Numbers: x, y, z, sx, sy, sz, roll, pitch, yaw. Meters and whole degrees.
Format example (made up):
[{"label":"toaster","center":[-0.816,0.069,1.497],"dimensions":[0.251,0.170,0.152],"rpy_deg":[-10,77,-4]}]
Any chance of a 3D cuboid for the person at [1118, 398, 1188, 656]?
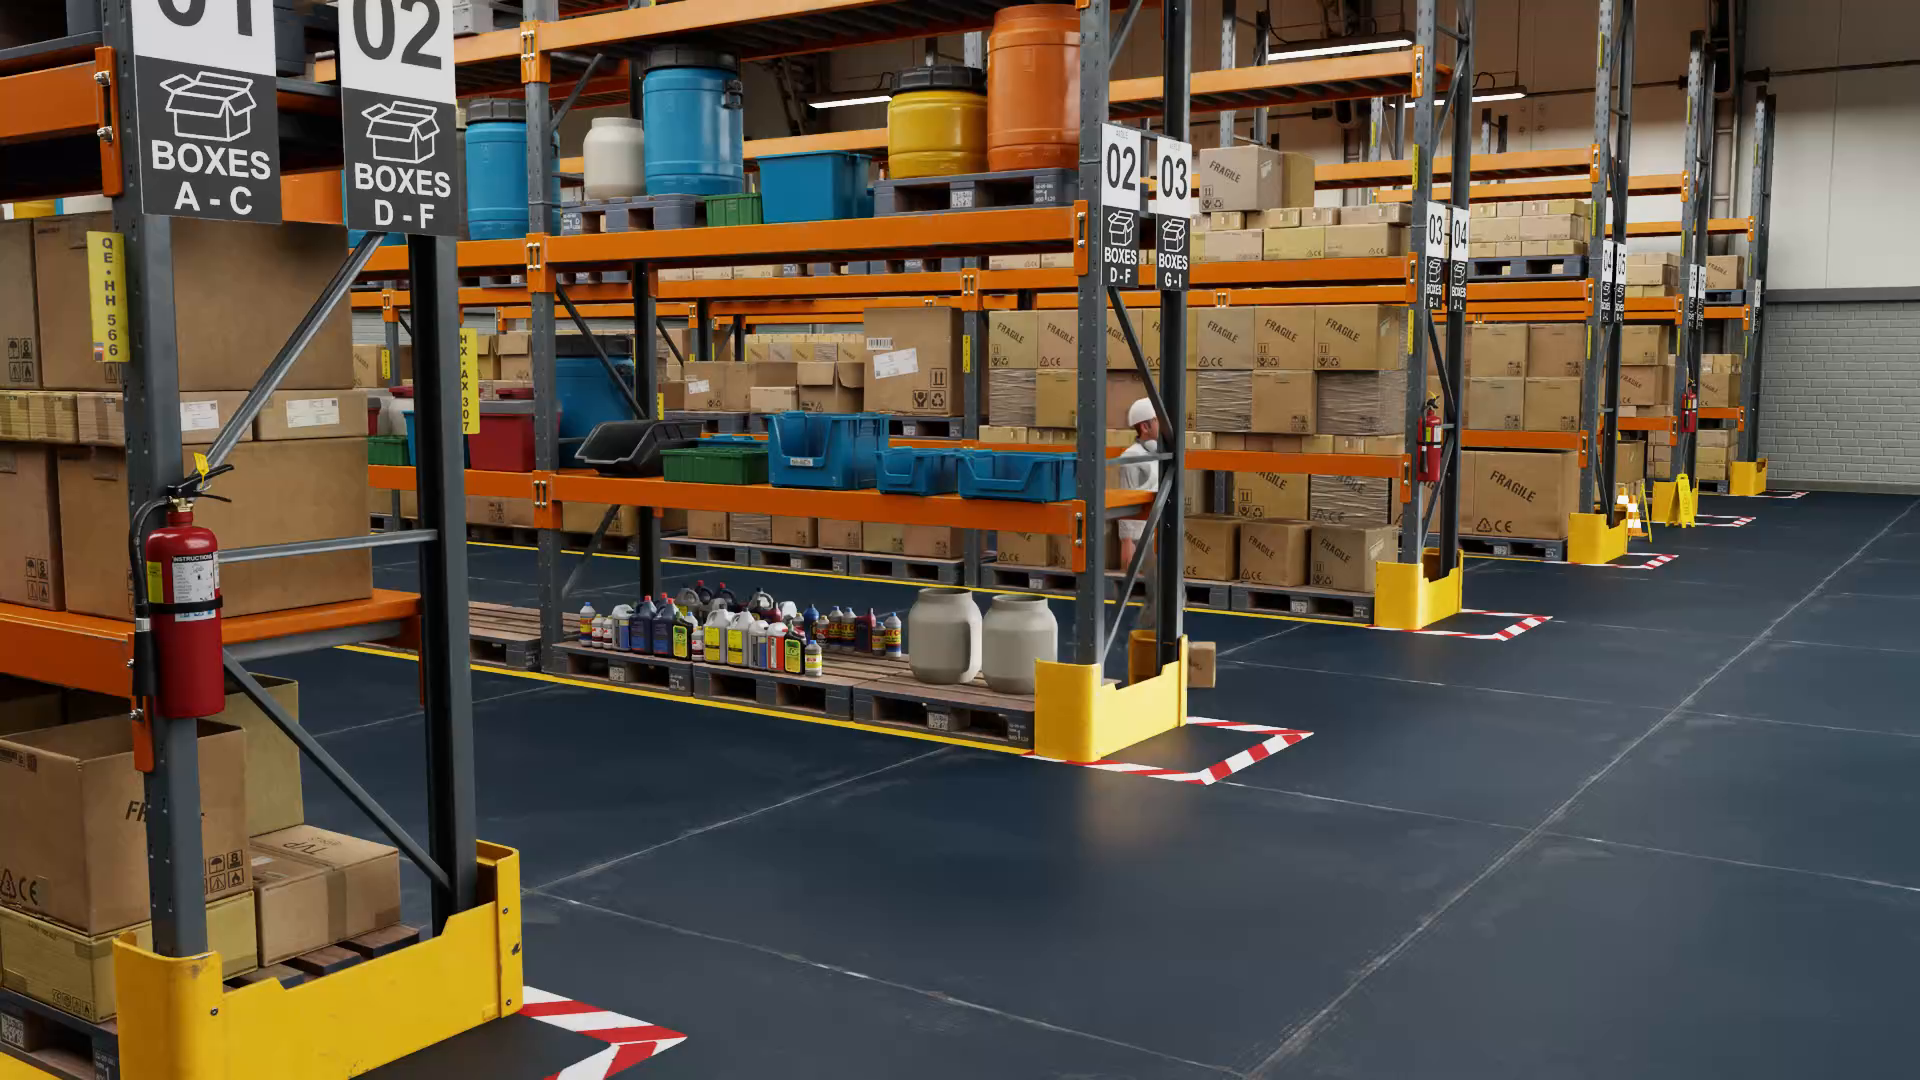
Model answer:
[{"label":"person","center":[1.260,0.007,10.411],"dimensions":[0.476,1.784,0.577],"rpy_deg":[4,8,33]}]
